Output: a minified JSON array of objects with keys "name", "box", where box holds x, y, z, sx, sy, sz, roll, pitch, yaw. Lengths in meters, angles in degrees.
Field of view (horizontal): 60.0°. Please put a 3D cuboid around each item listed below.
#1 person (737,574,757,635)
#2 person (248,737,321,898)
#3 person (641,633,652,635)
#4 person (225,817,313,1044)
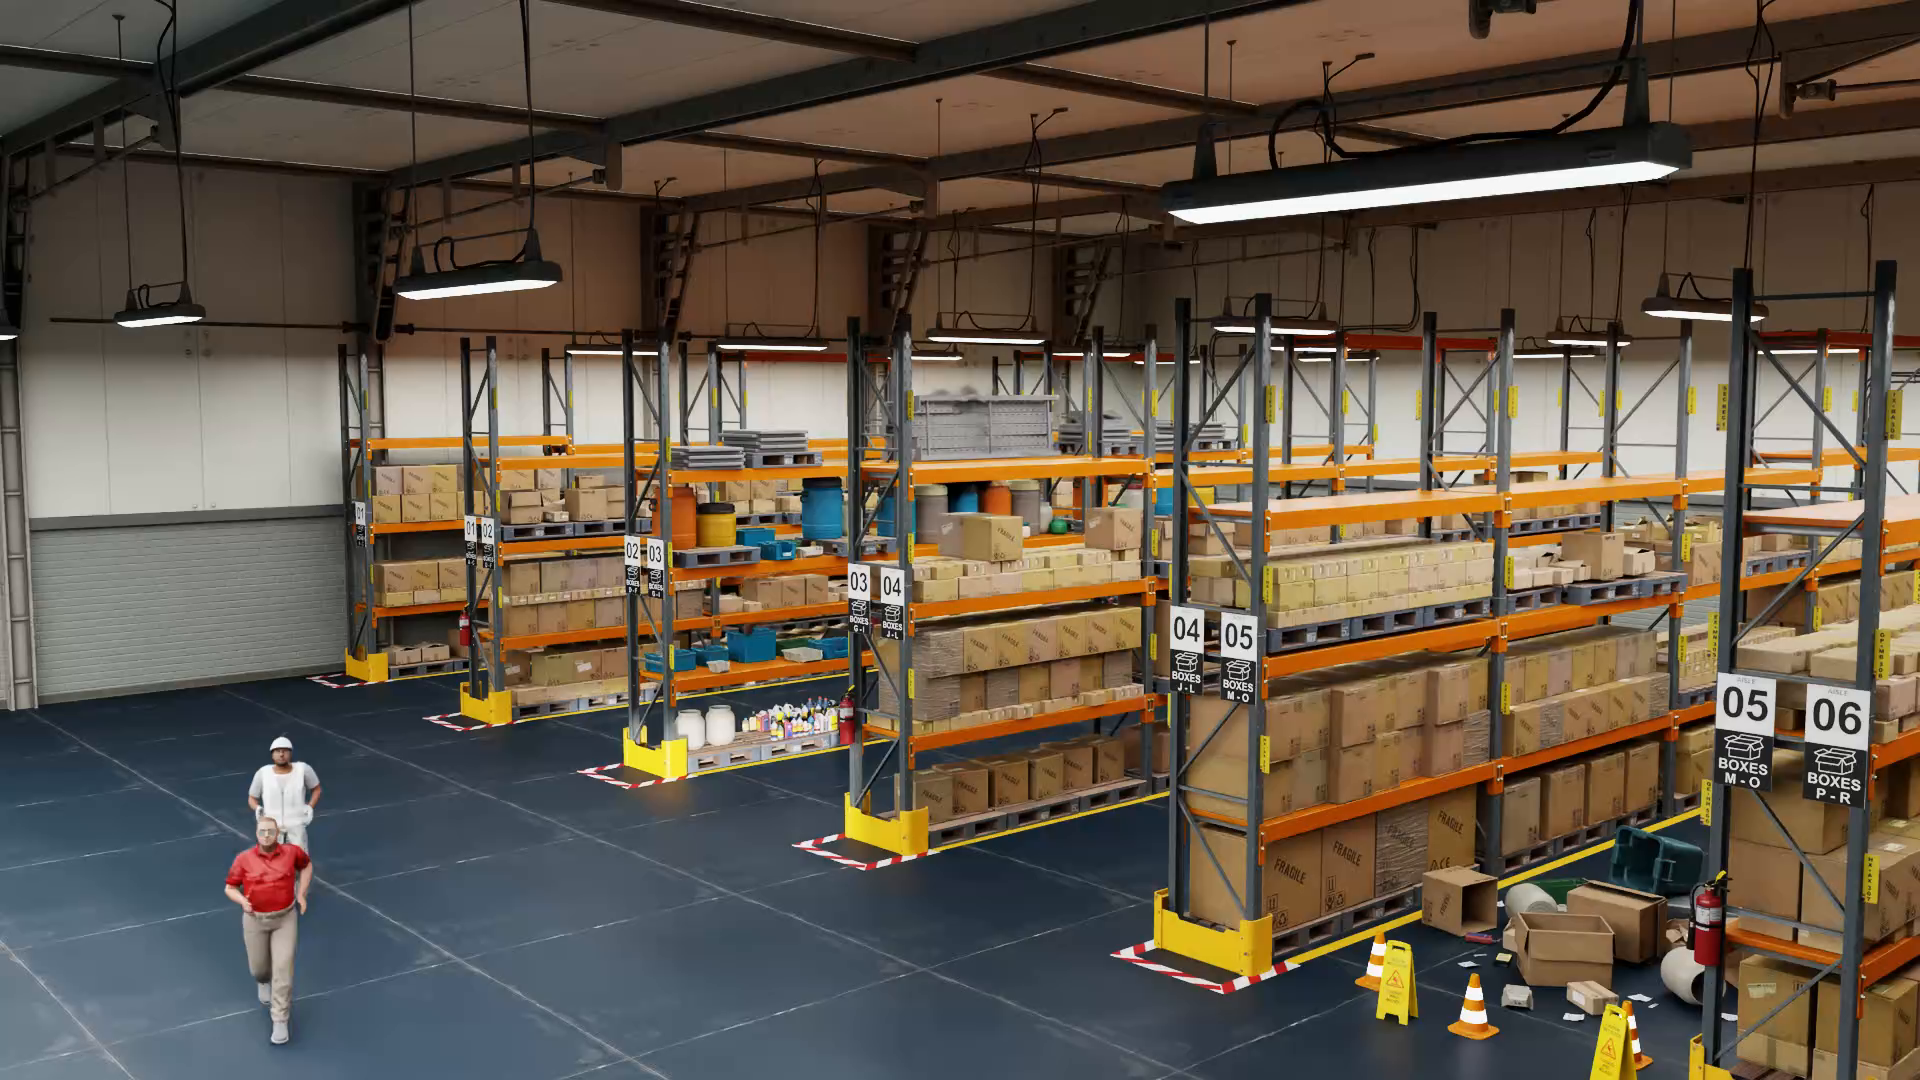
[{"name":"person","box":[-4.122,1.404,32.527,0.546,1.678,0.908,4,7,41]},{"name":"person","box":[-6.691,2.822,16.476,0.655,1.735,0.608,-2,5,-18]},{"name":"person","box":[-5.677,1.595,30.268,0.661,1.714,0.936,5,7,41]},{"name":"person","box":[-5.585,3.099,13.482,0.664,1.726,0.954,-2,6,-22]}]
